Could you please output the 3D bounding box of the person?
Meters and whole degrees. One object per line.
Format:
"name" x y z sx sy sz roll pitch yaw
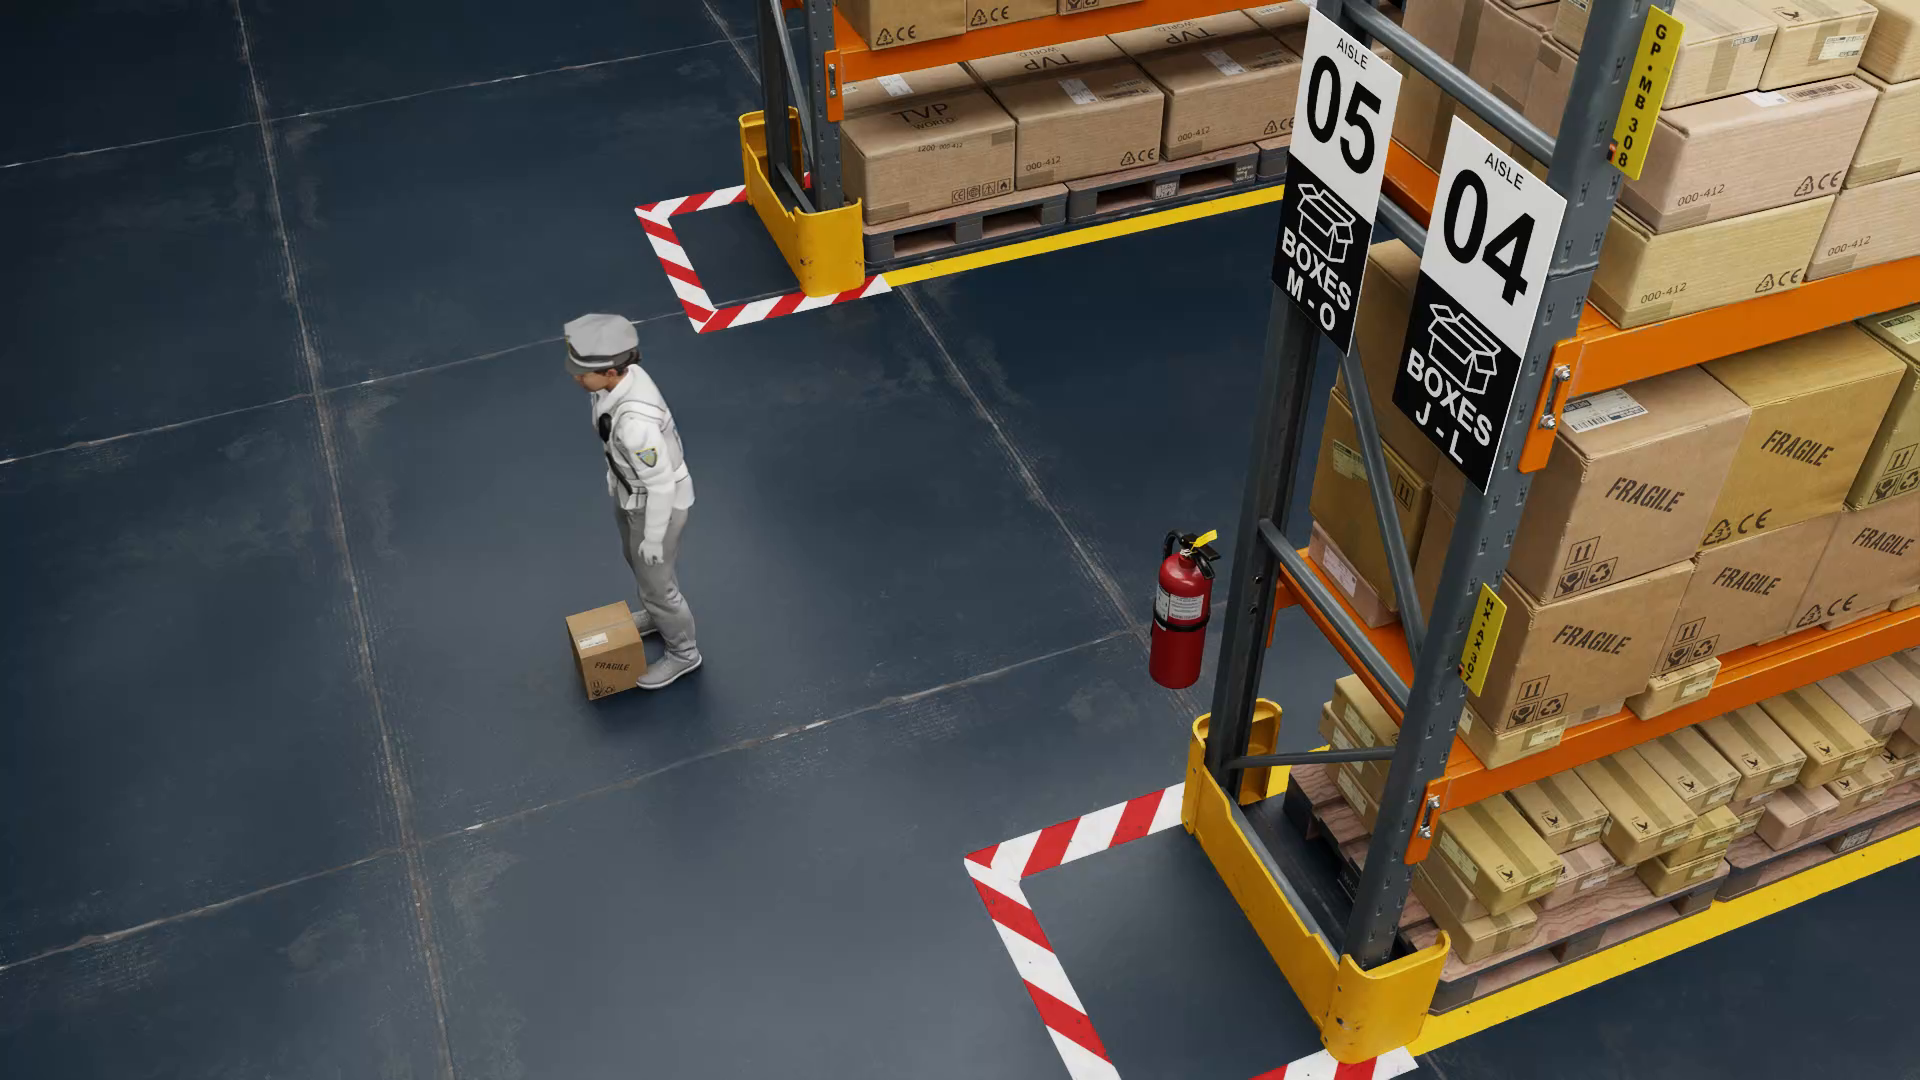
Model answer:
"person" -1.207 -0.141 6.314 0.376 1.663 0.539 -17 45 -18
